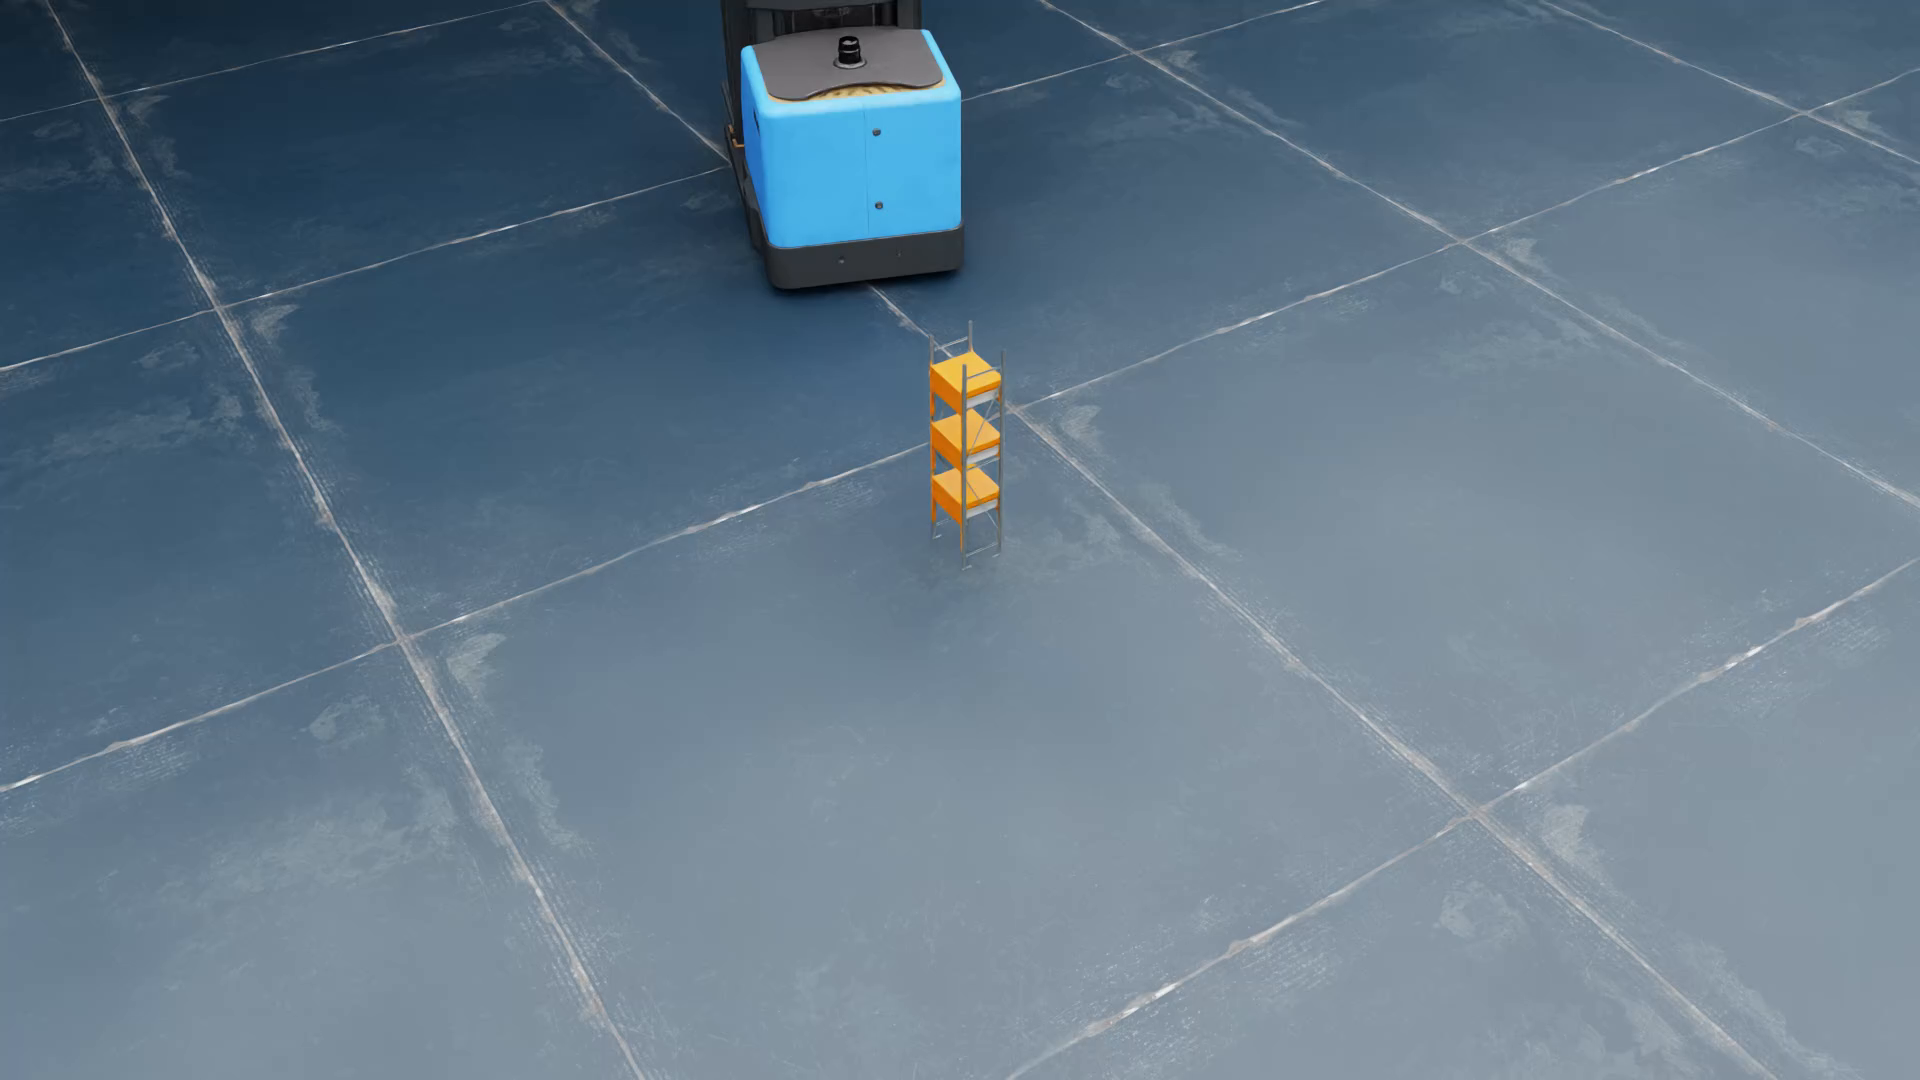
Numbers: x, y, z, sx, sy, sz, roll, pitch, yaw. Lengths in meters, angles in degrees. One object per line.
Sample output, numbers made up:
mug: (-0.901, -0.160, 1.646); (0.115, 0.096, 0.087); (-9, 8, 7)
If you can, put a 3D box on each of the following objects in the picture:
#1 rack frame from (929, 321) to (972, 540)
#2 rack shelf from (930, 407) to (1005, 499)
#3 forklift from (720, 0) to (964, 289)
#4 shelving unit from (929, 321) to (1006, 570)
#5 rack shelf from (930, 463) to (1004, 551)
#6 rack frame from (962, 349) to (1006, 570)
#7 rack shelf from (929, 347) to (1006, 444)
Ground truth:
rack frame: (-0.037, -0.440, 6.958); (0.200, 1.050, 0.008); (-22, 45, -24)
rack shelf: (0.029, -0.366, 6.886); (0.215, 0.259, 0.240); (-22, 45, -24)
forklift: (-0.806, -3.392, 9.031); (1.130, 2.935, 3.031); (-8, 41, -10)
shelving unit: (0.029, -0.374, 6.879); (0.215, 1.050, 0.252); (-22, 45, -24)
rack shelf: (0.029, -0.153, 7.064); (0.215, 0.259, 0.240); (-22, 45, -24)
rack frame: (0.094, -0.309, 6.800); (0.200, 1.050, 0.008); (-22, 45, -24)
rack shelf: (0.029, -0.584, 6.704); (0.215, 0.259, 0.240); (-22, 45, -24)
